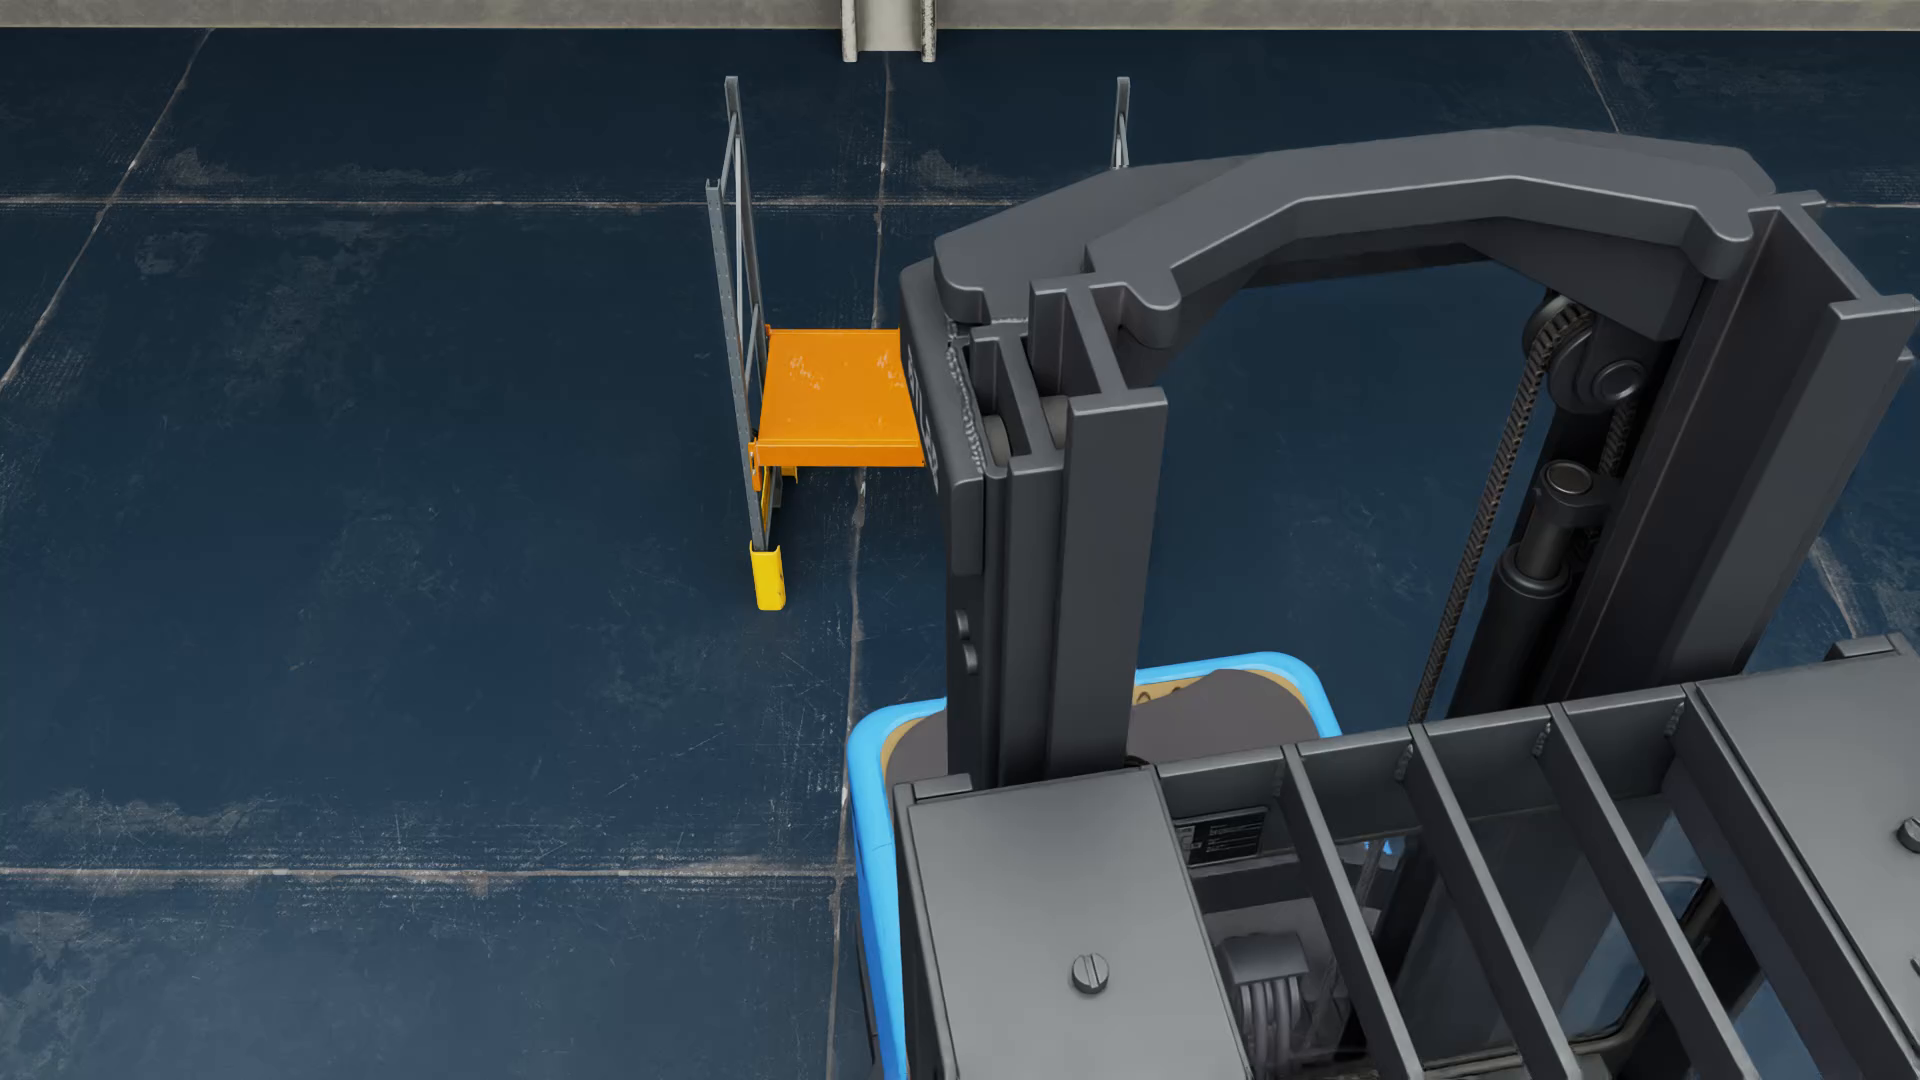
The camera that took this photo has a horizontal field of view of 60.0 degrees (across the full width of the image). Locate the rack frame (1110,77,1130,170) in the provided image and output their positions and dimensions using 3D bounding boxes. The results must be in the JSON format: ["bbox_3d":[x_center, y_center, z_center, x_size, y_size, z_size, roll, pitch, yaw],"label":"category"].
[{"bbox_3d":[0.423,-0.510,4.700,0.032,1.500,0.500,0,47,0],"label":"rack frame"}]

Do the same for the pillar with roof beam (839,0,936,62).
[{"bbox_3d":[-0.321,-2.089,1.047,0.400,9.000,9.100,0,47,0],"label":"pillar with roof beam"}]

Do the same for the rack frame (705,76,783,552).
[{"bbox_3d":[-0.594,-0.513,4.703,0.032,1.500,0.500,0,47,0],"label":"rack frame"}]

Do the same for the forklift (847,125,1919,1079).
[{"bbox_3d":[0.521,1.088,2.235,1.130,2.935,3.031,-8,48,-7],"label":"forklift"}]

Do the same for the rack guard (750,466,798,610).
[{"bbox_3d":[-0.574,-0.087,5.160,0.087,0.250,0.587,0,47,0],"label":"rack guard"}]

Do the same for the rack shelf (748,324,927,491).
[{"bbox_3d":[-0.085,-0.389,4.833,1.000,0.185,0.538,0,47,0],"label":"rack shelf"}]

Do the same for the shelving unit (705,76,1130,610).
[{"bbox_3d":[-0.076,-0.511,4.701,1.083,1.500,0.587,0,47,0],"label":"shelving unit"}]
